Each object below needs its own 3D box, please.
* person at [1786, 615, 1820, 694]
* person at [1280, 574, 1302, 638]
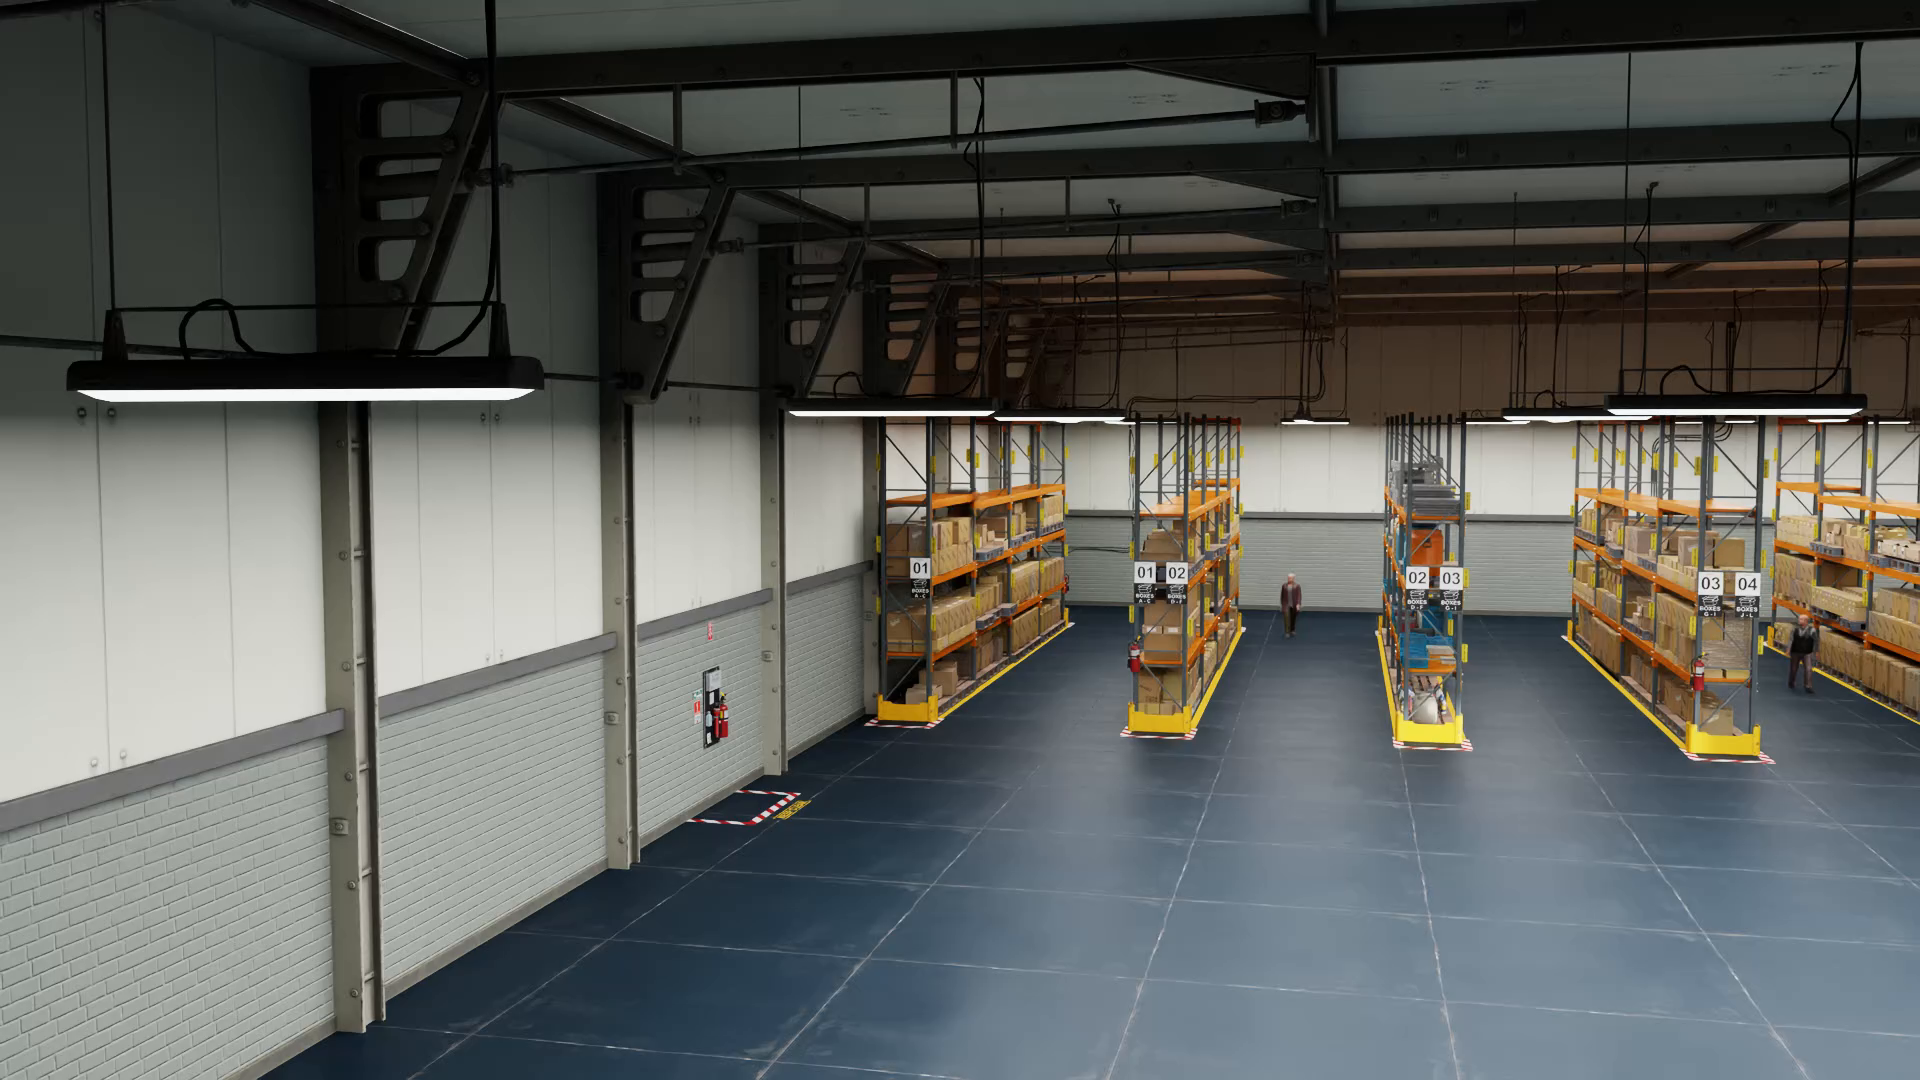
[{"bbox_3d":[18.223,2.452,35.966,0.694,1.680,1.032,1,4,14],"label":"person"},{"bbox_3d":[8.998,1.780,45.195,0.572,1.722,1.118,1,4,11],"label":"person"}]
